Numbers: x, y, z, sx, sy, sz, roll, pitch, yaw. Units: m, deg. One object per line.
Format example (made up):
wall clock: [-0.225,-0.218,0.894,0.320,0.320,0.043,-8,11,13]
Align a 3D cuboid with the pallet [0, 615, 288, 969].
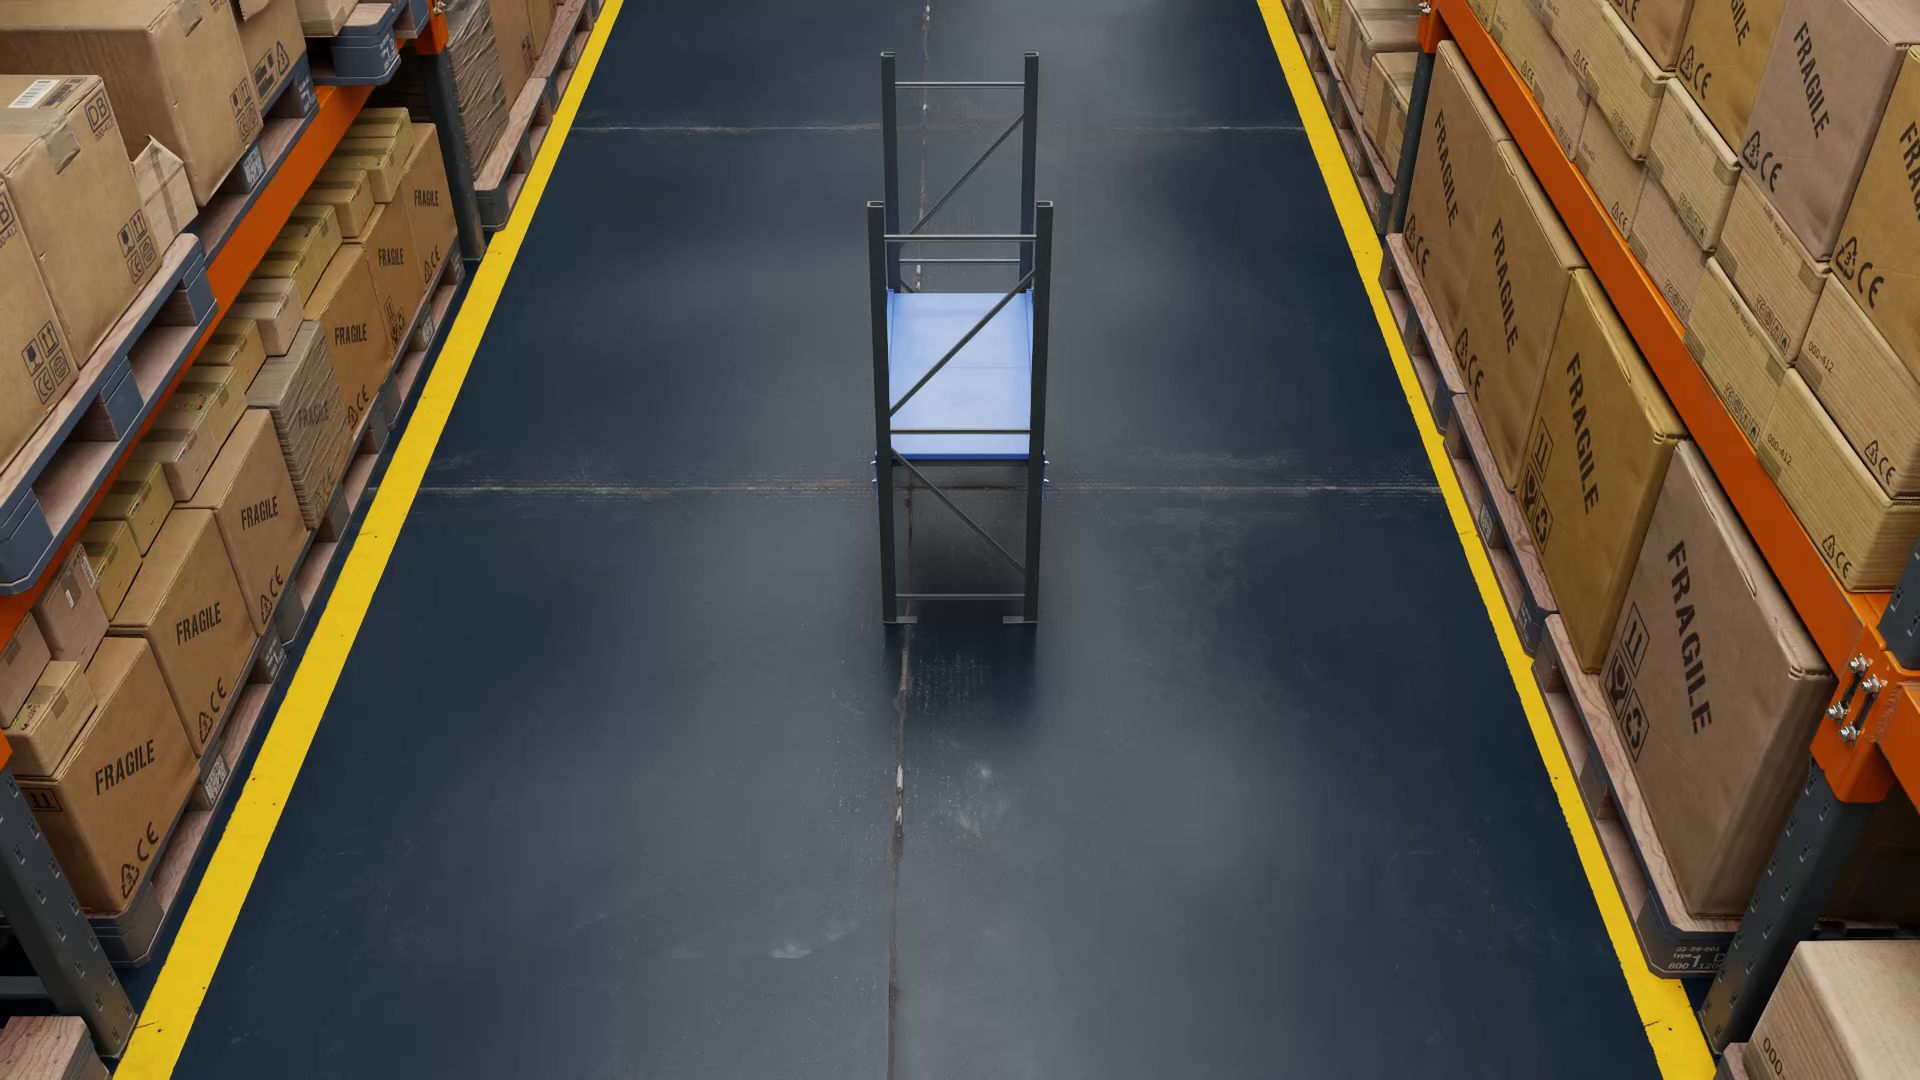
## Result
pallet: [-2.626,0.665,4.751,1.003,0.211,1.213,0,39,0]

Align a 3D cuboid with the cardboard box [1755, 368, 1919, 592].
cardboard box: [2.124,-0.142,3.649,0.500,0.250,0.500,-1,39,-1]

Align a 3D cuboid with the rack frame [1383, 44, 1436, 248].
rack frame: [2.372,-2.422,6.373,1.000,3.000,0.127,0,39,0]

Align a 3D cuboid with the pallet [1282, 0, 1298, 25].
pallet: [2.370,-3.348,9.759,1.003,0.211,1.213,0,39,0]

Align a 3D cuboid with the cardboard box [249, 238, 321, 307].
cardboard box: [-2.395,-0.892,5.609,0.380,0.149,0.250,-1,39,-1]

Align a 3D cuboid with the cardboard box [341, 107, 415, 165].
cardboard box: [-2.338,-1.549,6.428,0.380,0.149,0.250,-2,39,-2]

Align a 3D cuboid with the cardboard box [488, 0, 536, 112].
cardboard box: [-2.587,-2.452,7.974,0.875,0.625,0.625,1,39,1]

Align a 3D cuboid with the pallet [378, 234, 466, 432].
pallet: [-2.629,-0.861,6.655,1.003,0.211,1.213,0,39,0]

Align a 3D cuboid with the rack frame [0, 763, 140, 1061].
rack frame: [-2.587,0.086,3.244,1.000,3.000,0.127,0,39,0]

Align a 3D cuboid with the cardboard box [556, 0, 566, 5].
cardboard box: [-2.591,-3.343,9.086,0.875,0.625,0.625,0,39,0]

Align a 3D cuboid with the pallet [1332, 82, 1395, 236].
pallet: [2.372,-1.822,7.855,1.003,0.211,1.213,0,39,0]

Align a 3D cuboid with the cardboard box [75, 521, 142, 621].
cardboard box: [-2.411,0.086,4.389,0.380,0.149,0.250,-2,39,-2]

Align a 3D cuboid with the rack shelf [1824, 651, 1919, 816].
rack shelf: [2.379,1.611,1.916,1.077,0.370,4.000,0,39,0]

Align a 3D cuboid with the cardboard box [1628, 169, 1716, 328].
cardboard box: [2.143,-0.776,4.440,0.500,0.250,0.500,-1,39,-1]

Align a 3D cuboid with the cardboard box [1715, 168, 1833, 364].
cardboard box: [2.125,-0.645,3.876,0.500,0.250,0.500,1,39,1]

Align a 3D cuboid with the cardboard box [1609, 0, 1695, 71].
cardboard box: [2.120,-1.593,4.460,0.500,0.500,0.500,1,39,1]

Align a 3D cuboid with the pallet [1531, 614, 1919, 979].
pallet: [2.300,0.685,4.726,1.003,0.211,1.213,0,39,0]

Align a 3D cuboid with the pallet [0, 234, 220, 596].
pallet: [-2.479,-0.339,3.928,1.003,0.211,1.213,0,39,0]

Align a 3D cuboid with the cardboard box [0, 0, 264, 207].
cardboard box: [-2.366,-1.235,4.476,0.700,0.500,0.500,0,39,0]

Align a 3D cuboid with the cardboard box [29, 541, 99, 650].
cardboard box: [-2.370,0.141,4.082,0.380,0.149,0.250,-2,39,-2]

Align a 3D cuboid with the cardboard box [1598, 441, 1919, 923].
cardboard box: [2.296,0.357,4.269,0.875,0.875,0.875,1,39,1]

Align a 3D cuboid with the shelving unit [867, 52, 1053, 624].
shelving unit: [0.000,-0.639,5.348,0.538,1.500,1.048,0,39,0]

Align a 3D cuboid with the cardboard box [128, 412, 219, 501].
cardboard box: [-2.388,-0.242,4.797,0.380,0.149,0.250,0,39,0]

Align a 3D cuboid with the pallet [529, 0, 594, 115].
pallet: [-2.552,-2.603,8.830,1.003,0.211,1.213,0,39,0]

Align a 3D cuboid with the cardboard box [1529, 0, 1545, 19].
cardboard box: [2.125,-1.918,5.465,0.500,0.250,0.500,1,39,1]

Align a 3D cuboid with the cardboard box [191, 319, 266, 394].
cardboard box: [-2.415,-0.566,5.202,0.380,0.149,0.250,0,39,0]

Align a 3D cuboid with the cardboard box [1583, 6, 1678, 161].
cardboard box: [2.101,-1.289,4.680,0.500,0.250,0.500,1,39,1]

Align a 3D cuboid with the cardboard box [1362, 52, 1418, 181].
cardboard box: [2.381,-1.913,7.505,0.950,0.372,0.625,-2,39,-3]

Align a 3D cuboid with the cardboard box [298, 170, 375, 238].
cardboard box: [-2.350,-1.213,6.010,0.380,0.149,0.250,-1,39,-2]

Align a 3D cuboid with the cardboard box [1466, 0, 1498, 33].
cardboard box: [2.121,-2.057,6.038,0.500,0.250,0.500,-1,39,-1]

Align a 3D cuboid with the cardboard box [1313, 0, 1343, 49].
cardboard box: [2.377,-2.849,8.672,0.950,0.372,0.625,1,39,1]

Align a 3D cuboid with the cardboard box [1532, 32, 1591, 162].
cardboard box: [2.134,-1.408,5.228,0.500,0.250,0.500,1,39,1]

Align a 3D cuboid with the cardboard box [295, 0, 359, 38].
cardboard box: [-2.267,-1.862,5.458,0.500,0.250,0.500,-2,39,-2]

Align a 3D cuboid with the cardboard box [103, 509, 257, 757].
cardboard box: [-2.373,0.262,4.688,0.500,0.500,0.500,-1,39,-1]

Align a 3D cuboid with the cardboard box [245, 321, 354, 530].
cardboard box: [-2.364,-0.375,5.482,0.500,0.500,0.500,-1,39,-2]

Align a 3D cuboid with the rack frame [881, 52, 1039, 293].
rack frame: [-0.001,-0.956,5.744,0.500,1.500,0.032,0,39,0]

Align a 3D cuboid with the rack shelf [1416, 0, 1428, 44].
rack shelf: [2.370,-3.392,8.159,1.077,0.370,4.000,0,39,0]

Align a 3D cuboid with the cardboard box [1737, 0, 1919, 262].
cardboard box: [2.117,-0.952,3.660,0.500,0.500,0.500,1,39,1]

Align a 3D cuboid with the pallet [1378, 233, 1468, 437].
pallet: [2.297,-0.840,6.630,1.003,0.211,1.213,0,39,0]

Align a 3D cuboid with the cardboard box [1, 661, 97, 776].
cardboard box: [-2.321,0.420,3.972,0.380,0.149,0.250,2,39,2]

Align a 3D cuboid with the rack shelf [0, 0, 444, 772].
rack shelf: [-2.589,-0.884,5.030,1.077,0.370,4.000,0,39,0]

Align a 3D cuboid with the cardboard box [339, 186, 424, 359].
cardboard box: [-2.386,-1.027,6.296,0.500,0.500,0.500,-1,39,-1]

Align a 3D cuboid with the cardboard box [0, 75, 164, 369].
cardboard box: [-2.365,-0.744,3.864,0.700,0.500,0.500,0,39,0]

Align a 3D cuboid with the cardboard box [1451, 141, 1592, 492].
cardboard box: [2.286,-0.767,5.671,0.875,0.875,0.875,0,39,1]
